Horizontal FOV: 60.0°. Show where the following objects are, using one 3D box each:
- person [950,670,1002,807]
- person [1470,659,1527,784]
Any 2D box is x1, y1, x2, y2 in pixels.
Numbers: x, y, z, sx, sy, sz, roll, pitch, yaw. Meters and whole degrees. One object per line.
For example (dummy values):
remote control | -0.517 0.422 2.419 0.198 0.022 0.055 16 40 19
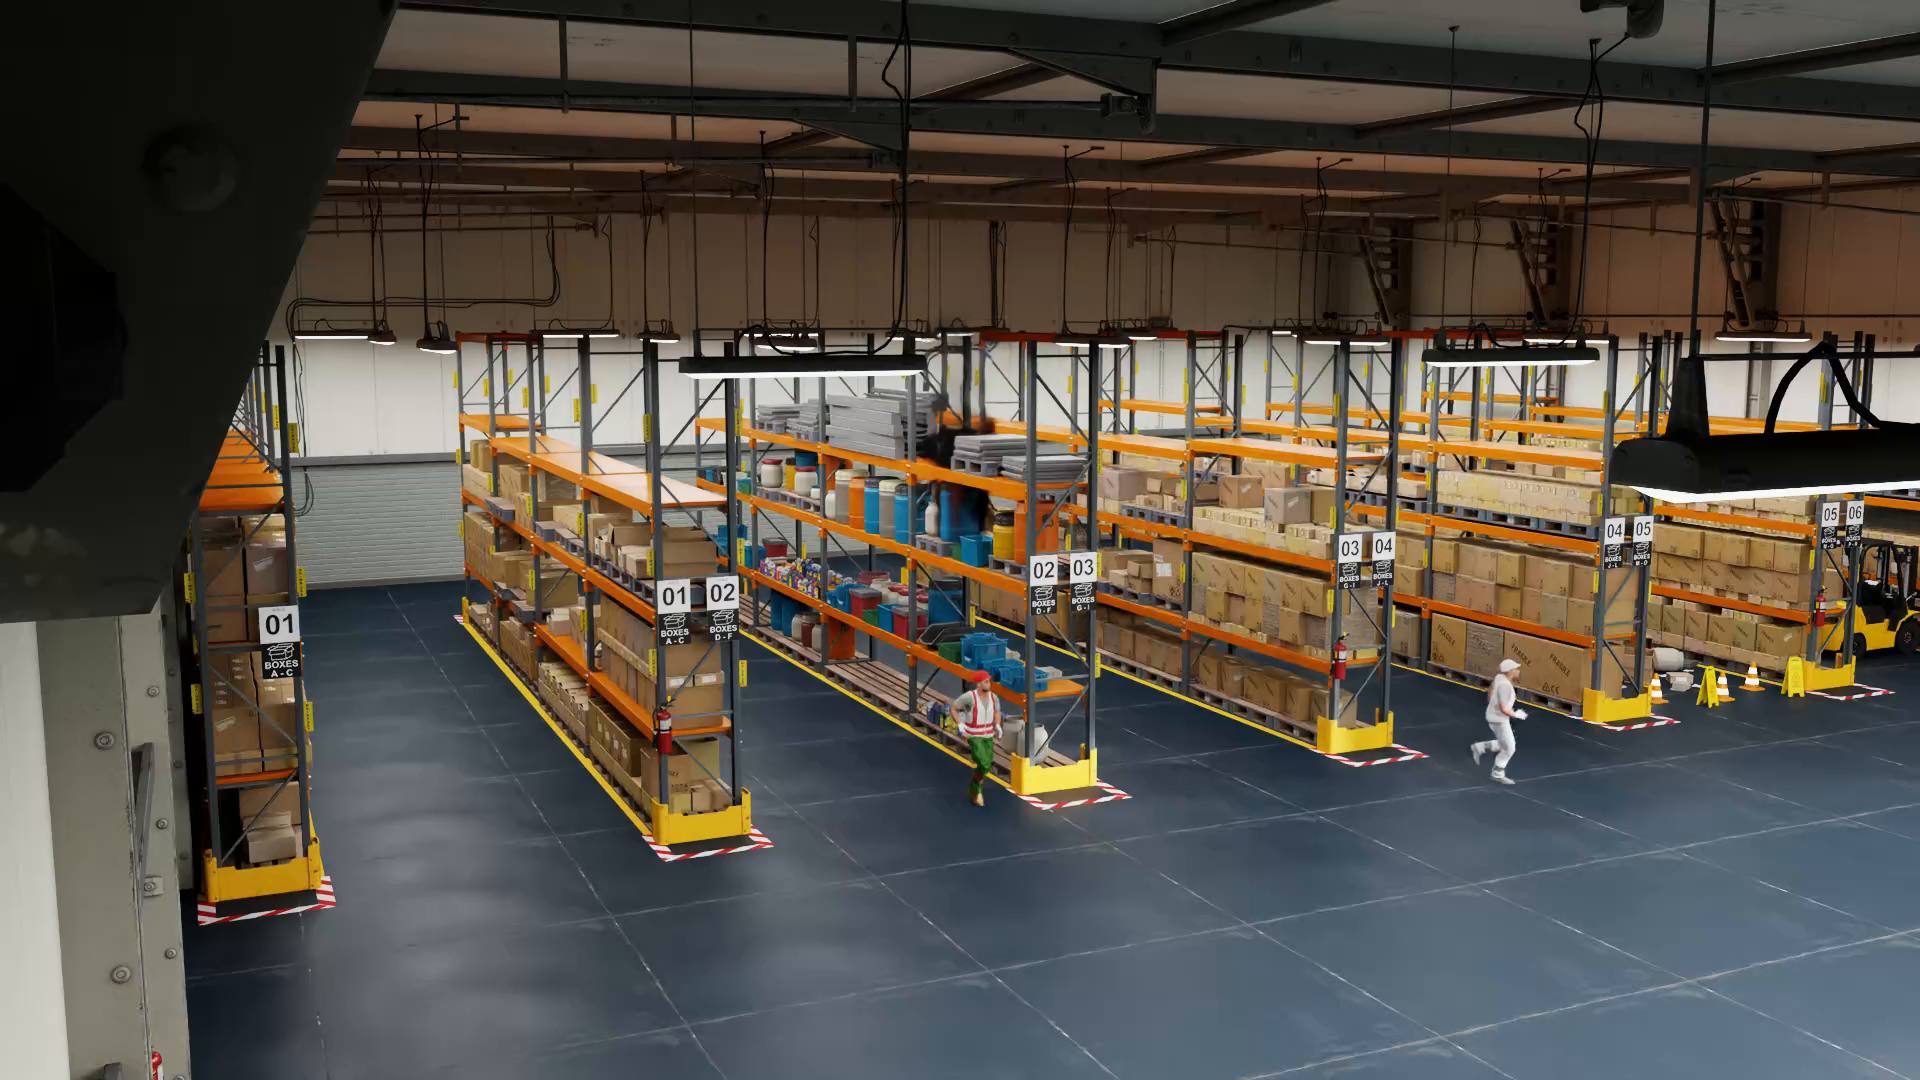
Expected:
person | 0.278 2.561 21.543 0.674 1.763 0.631 -5 9 -33
person | 7.316 2.457 22.574 0.707 1.734 0.702 2 8 13
